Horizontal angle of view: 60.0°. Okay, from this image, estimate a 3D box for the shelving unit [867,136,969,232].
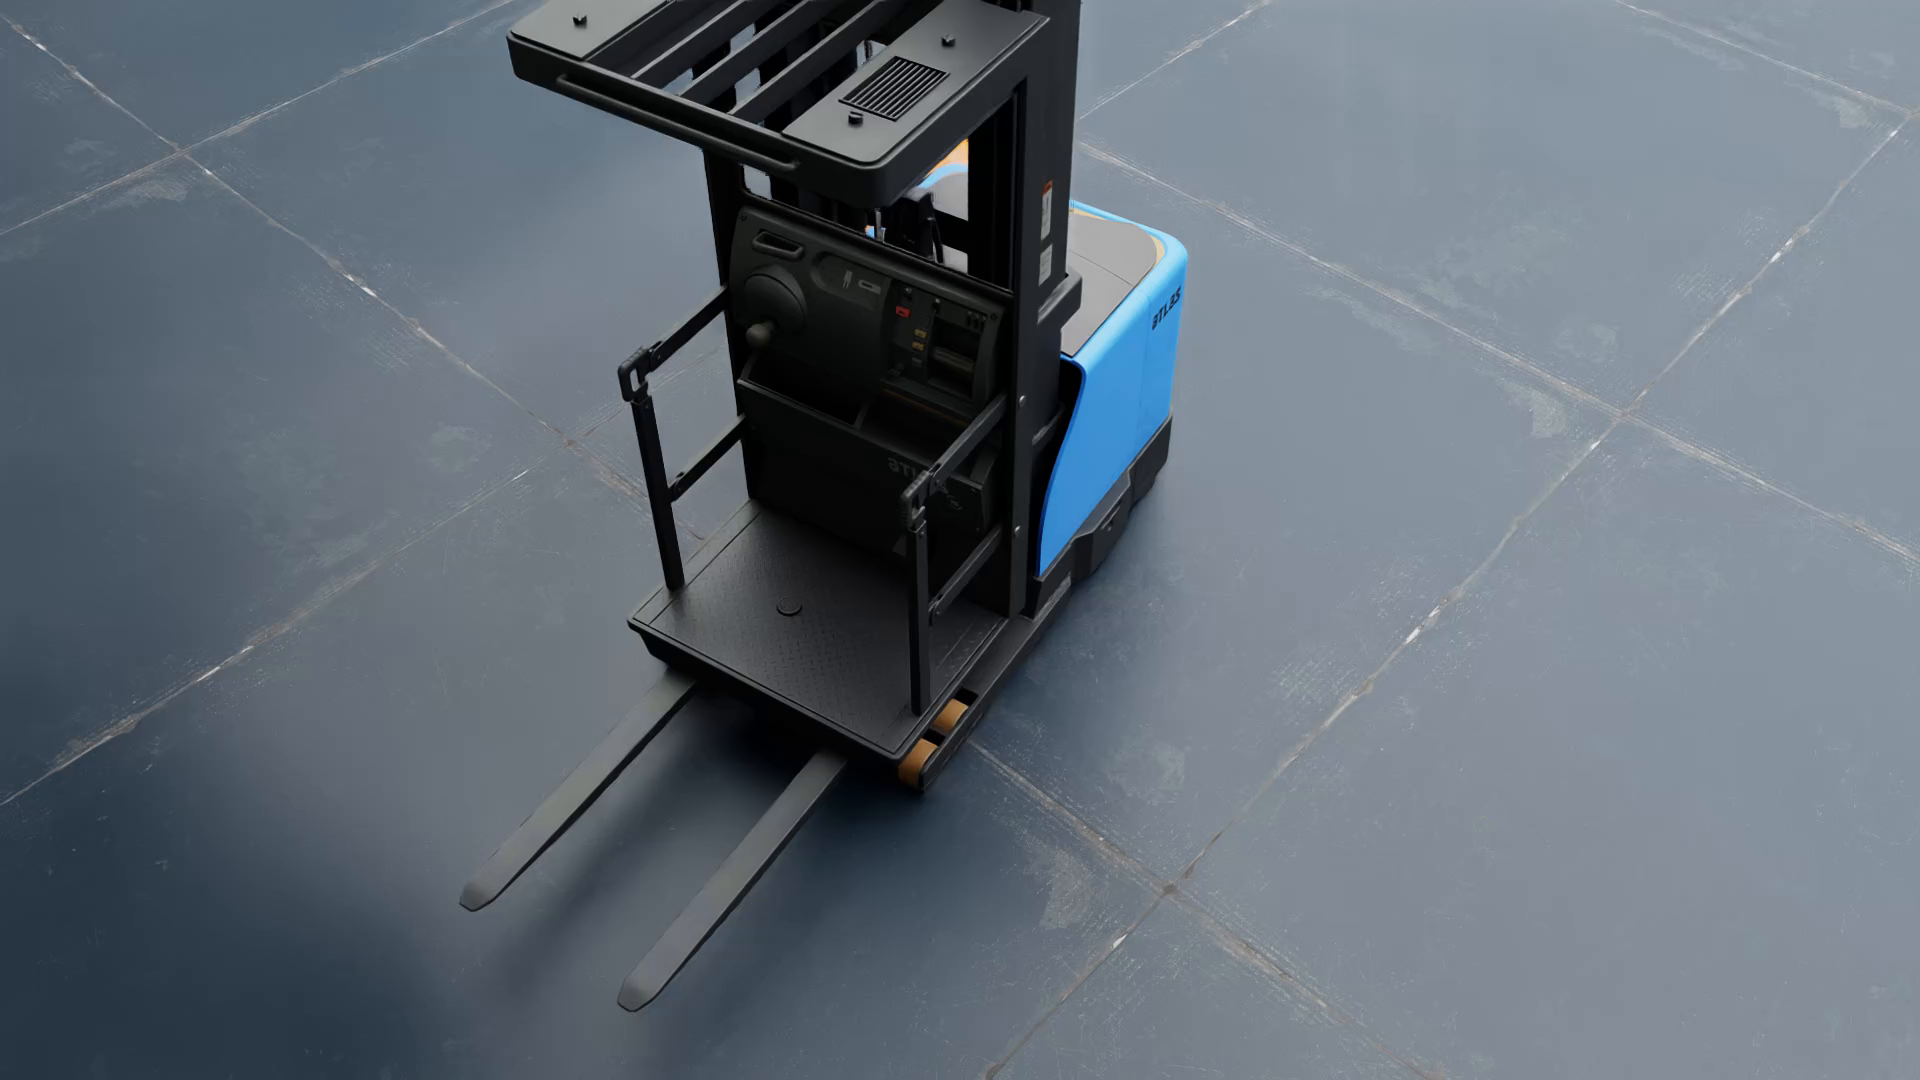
[{"bbox_3d":[-0.160,-1.247,6.649,1.048,1.125,0.538,-1,47,-1],"label":"shelving unit"}]

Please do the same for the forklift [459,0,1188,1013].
[{"bbox_3d":[-0.402,-0.580,4.784,1.130,2.935,3.031,25,51,21],"label":"forklift"}]

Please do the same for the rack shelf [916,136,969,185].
[{"bbox_3d":[-0.160,-1.447,6.436,1.000,0.278,0.538,-1,47,-1],"label":"rack shelf"}]

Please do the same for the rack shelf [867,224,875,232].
[{"bbox_3d":[-0.160,-1.079,6.827,1.000,0.278,0.538,-1,47,-1],"label":"rack shelf"}]
